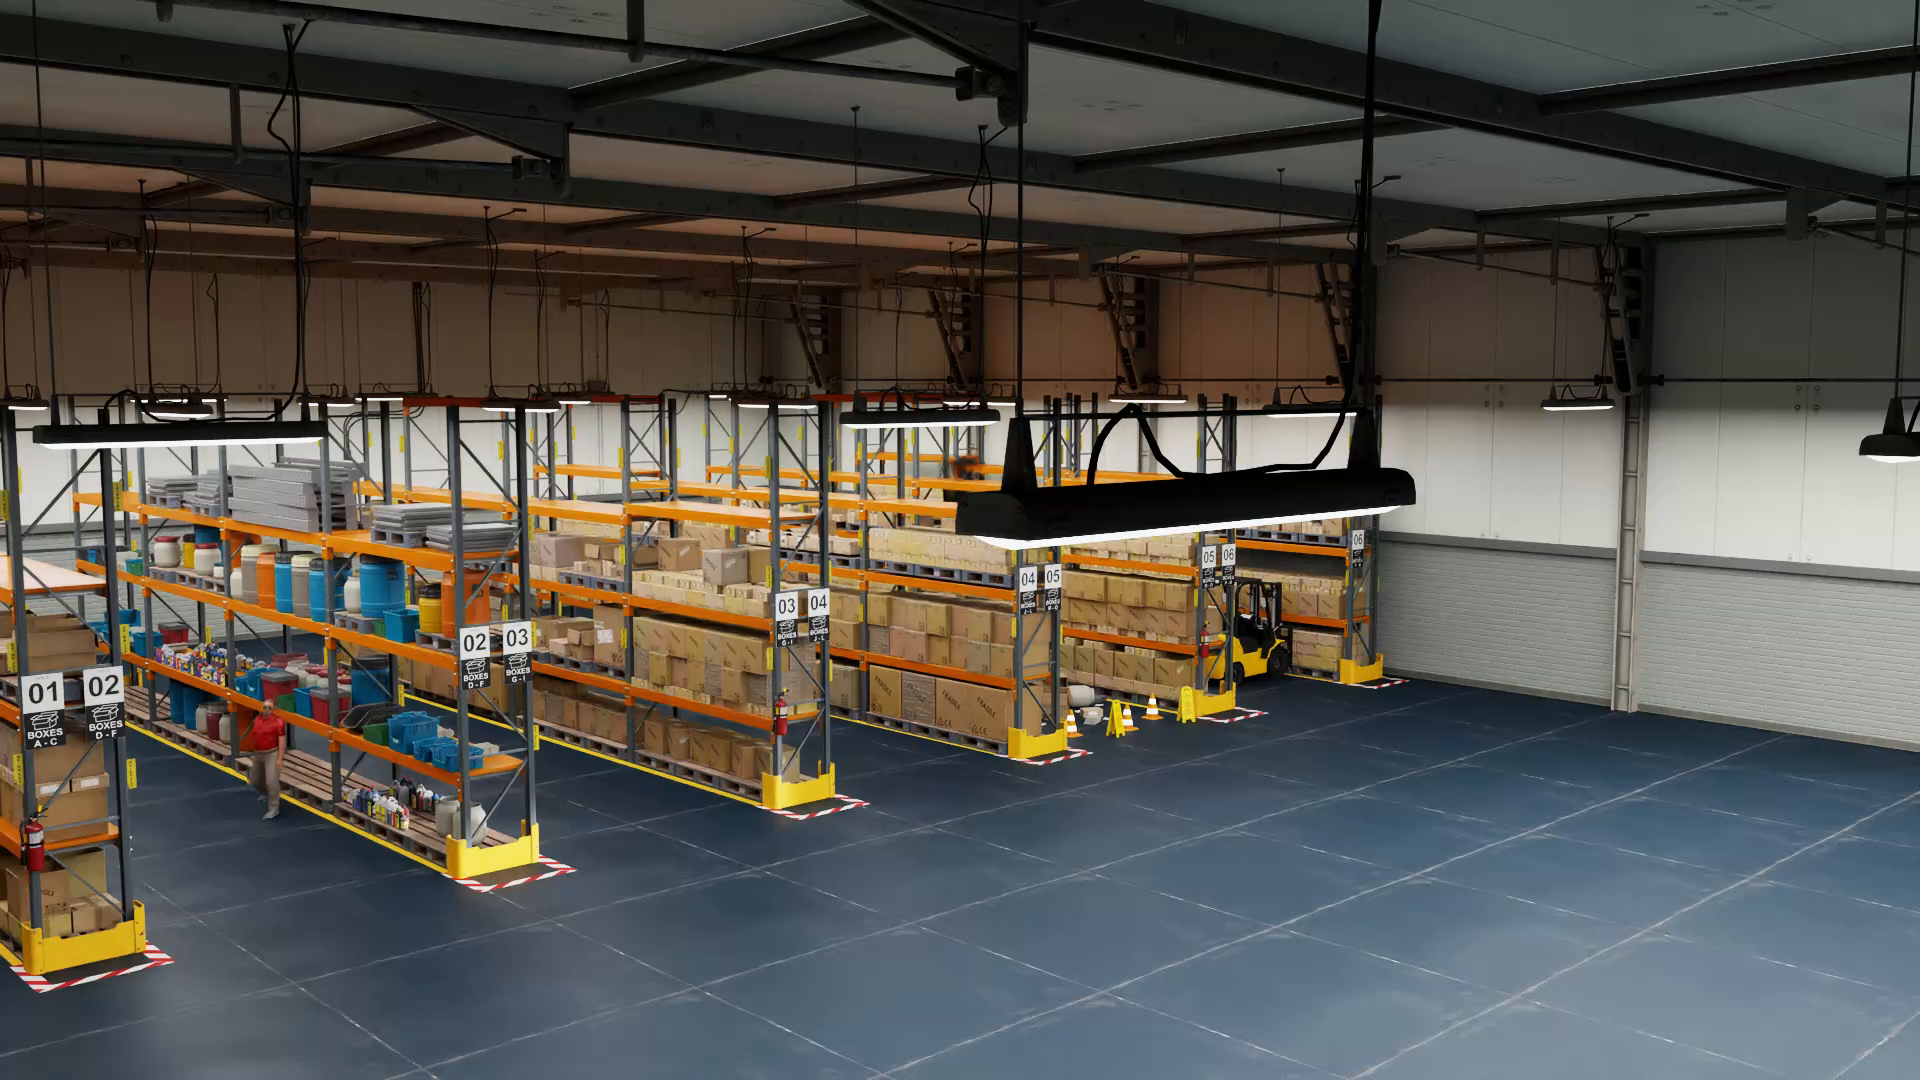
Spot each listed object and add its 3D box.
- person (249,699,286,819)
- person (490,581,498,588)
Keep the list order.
[{"bbox_3d":[-10.069,3.143,24.204,0.748,1.722,0.628,2,6,18],"label":"person"},{"bbox_3d":[-11.037,1.747,39.484,0.637,1.615,0.615,-3,6,-25],"label":"person"}]
